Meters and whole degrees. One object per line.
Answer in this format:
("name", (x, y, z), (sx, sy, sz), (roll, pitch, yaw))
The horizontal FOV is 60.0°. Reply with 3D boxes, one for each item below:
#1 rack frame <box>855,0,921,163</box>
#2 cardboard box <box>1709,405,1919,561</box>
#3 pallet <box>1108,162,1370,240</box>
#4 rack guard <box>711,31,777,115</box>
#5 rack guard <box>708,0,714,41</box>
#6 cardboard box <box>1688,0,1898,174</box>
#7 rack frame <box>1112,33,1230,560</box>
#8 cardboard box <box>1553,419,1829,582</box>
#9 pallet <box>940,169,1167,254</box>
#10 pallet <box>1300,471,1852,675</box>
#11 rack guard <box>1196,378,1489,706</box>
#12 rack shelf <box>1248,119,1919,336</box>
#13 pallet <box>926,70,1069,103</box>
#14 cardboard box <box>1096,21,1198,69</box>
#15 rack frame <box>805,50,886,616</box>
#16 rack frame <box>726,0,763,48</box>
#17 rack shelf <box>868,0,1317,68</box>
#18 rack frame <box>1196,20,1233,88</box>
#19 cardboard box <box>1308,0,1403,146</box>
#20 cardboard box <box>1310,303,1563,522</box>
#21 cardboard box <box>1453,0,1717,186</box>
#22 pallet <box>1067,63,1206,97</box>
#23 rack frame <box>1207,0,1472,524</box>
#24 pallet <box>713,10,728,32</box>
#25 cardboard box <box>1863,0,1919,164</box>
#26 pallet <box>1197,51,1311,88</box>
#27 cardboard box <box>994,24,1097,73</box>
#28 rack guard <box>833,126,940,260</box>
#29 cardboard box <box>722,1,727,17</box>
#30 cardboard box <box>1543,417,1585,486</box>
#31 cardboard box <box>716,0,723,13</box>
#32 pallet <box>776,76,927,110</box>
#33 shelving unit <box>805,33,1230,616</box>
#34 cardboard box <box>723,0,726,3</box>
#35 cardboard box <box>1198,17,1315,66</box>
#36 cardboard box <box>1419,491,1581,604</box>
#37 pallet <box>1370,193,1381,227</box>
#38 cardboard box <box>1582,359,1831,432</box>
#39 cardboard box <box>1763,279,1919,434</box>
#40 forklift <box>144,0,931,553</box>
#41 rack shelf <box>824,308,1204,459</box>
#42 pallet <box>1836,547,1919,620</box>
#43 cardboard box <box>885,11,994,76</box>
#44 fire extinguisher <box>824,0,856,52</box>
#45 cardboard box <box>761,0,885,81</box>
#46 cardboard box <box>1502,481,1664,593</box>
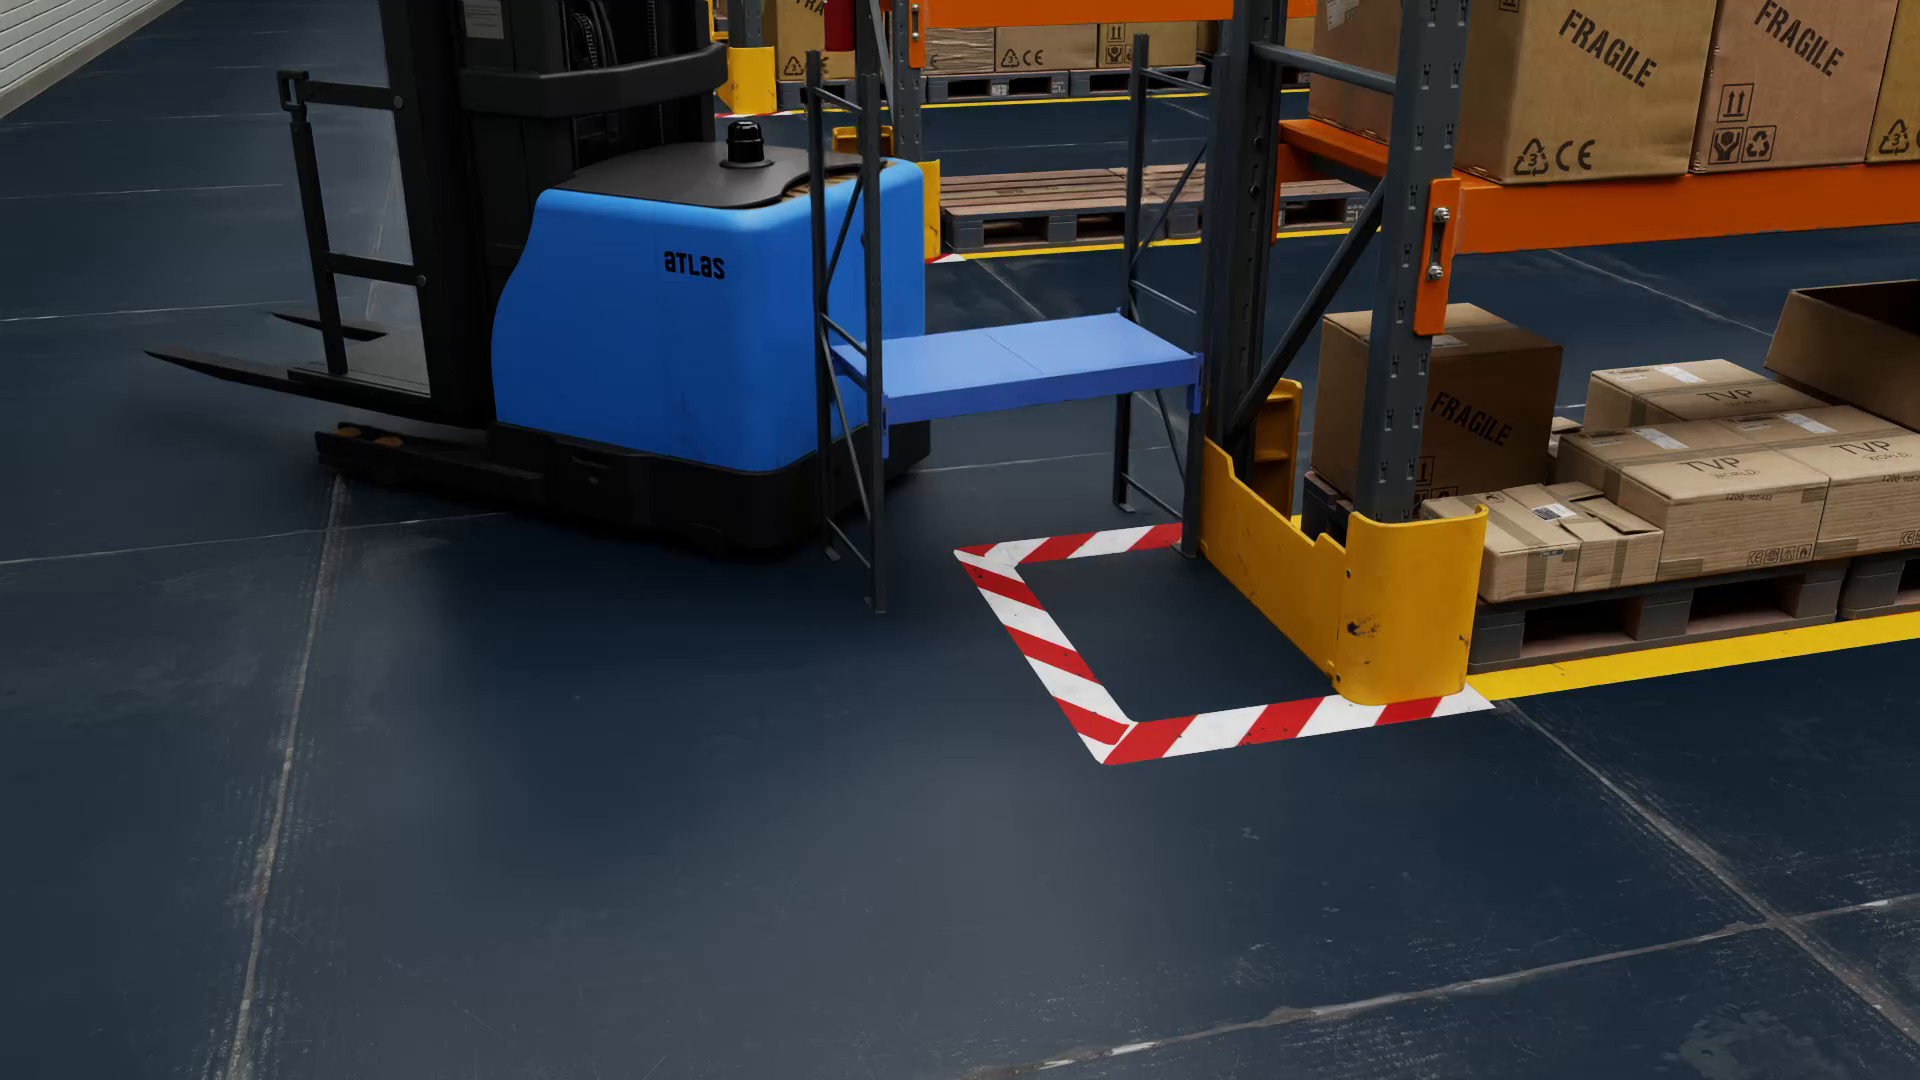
("rack frame", (-0.391, -3.060, 8.578), (0.127, 3.000, 1.000), (-6, 24, -14))
("cardboard box", (2.506, -0.174, 4.782), (0.500, 0.250, 0.500), (-6, 24, -14))
("pallet", (1.586, -1.980, 9.597), (1.213, 0.211, 1.003), (-6, 24, -14))
("rack guard", (-1.752, -3.789, 13.447), (0.348, 0.500, 1.175), (-6, 24, -14))
("rack guard", (-2.898, -5.694, 17.886), (0.348, 0.500, 1.175), (-6, 24, -14))
("cardboard box", (1.937, -1.229, 4.184), (0.500, 0.500, 0.500), (-7, 24, -15))
("rack frame", (0.619, -0.721, 5.019), (0.032, 1.500, 0.500), (-9, 26, -21))
("cardboard box", (2.025, -0.121, 4.657), (0.500, 0.250, 0.500), (-6, 24, -14))
("pallet", (0.413, -1.852, 9.298), (1.213, 0.211, 1.003), (-6, 24, -14))
("pallet", (1.784, 0.009, 4.961), (1.213, 0.211, 1.003), (-6, 24, -14))
("rack guard", (1.016, -0.038, 4.706), (0.348, 0.500, 1.175), (-6, 24, -14))
("rack shelf", (2.869, -1.062, 4.832), (4.000, 0.370, 1.077), (-6, 24, -14))
("pallet", (0.192, -3.902, 14.077), (1.213, 0.211, 1.003), (-6, 24, -14))
("cardboard box", (1.465, -4.543, 14.196), (0.875, 0.875, 0.875), (-6, 24, -14))
("rack frame", (-0.318, -0.566, 4.657), (0.032, 1.500, 0.500), (-9, 26, -21))
("rack frame", (-1.729, -4.941, 12.960), (0.127, 3.000, 1.000), (-6, 24, -14))
("rack shelf", (1.534, -2.943, 9.216), (4.000, 0.370, 1.077), (-6, 24, -14))
("rack frame", (2.122, -5.367, 13.953), (0.127, 3.000, 1.000), (-6, 24, -14))
("cardboard box", (1.301, -1.376, 4.526), (0.500, 0.500, 0.500), (-6, 24, -13))
("cardboard box", (1.400, -0.384, 4.953), (0.500, 0.500, 0.500), (-6, 24, -14))
("cardboard box", (1.442, -1.172, 4.051), (0.500, 0.500, 0.500), (-6, 24, -13))
("pallet", (1.369, -4.034, 14.383), (1.213, 0.211, 1.003), (-6, 24, -14))
("rack frame", (0.943, -1.179, 4.194), (0.127, 3.000, 1.000), (-6, 24, -14))
("pallet", (-2.107, -5.634, 18.113), (1.213, 0.211, 1.003), (-6, 24, -14))
("cardboard box", (2.421, -1.282, 4.306), (0.500, 0.500, 0.500), (-6, 24, -15))
("pallet", (2.845, -4.196, 14.761), (1.213, 0.211, 1.003), (-6, 24, -14))
("cardboard box", (0.599, -4.447, 13.973), (0.875, 0.875, 0.875), (-6, 24, -14))
("rack guard", (-0.411, -1.904, 9.053), (0.348, 0.500, 1.175), (-6, 24, -14))
("cardboard box", (-2.381, -5.652, 17.700), (0.250, 0.149, 0.380), (-6, 24, -13))
("cardboard box", (1.815, -0.240, 5.040), (0.250, 0.166, 0.380), (-6, 24, -14))
("cardboard box", (-2.521, -5.852, 18.168), (0.250, 0.149, 0.380), (-6, 24, -13))
("pallet", (-0.980, -3.774, 13.778), (1.213, 0.211, 1.003), (-6, 24, -14))
("shelving unit", (0.151, -0.643, 4.838), (1.048, 1.500, 0.538), (-9, 26, -21))
("cardboard box", (-2.398, -5.812, 17.697), (0.250, 0.149, 0.380), (-5, 24, -12))
("cardboard box", (2.733, -4.659, 14.466), (0.875, 0.875, 1.225), (-6, 24, -14))
("cardboard box", (1.439, 0.015, 4.469), (0.250, 0.149, 0.380), (-6, 24, -14))
("pallet", (2.763, -2.112, 9.904), (1.213, 0.211, 1.003), (-6, 24, -14))
("cardboard box", (2.323, -0.359, 5.212), (0.500, 0.250, 0.500), (-6, 24, -14))
("cardboard box", (2.987, -0.458, 5.121), (0.637, 0.503, 0.797), (-6, 24, -14))
("forklift", (-1.646, -1.705, 5.507), (3.031, 2.935, 1.130), (12, 26, 26))
("rack shelf", (0.150, -0.479, 4.911), (1.000, 0.185, 0.538), (-9, 26, -21))
("pallet", (2.956, -0.119, 5.261), (1.213, 0.211, 1.003), (-6, 24, -14))
("cardboard box", (-0.258, -4.353, 13.752), (0.875, 0.875, 0.875), (-6, 24, -14))
("fire extinguisher", (-0.659, -3.010, 9.031), (0.183, 0.674, 0.296), (-6, 24, -14))
("cardboard box", (-1.134, -4.256, 13.526), (0.875, 0.875, 0.875), (-6, 24, -14))
("cardboard box", (1.680, -0.020, 4.528), (0.250, 0.166, 0.380), (-6, 24, -14))
